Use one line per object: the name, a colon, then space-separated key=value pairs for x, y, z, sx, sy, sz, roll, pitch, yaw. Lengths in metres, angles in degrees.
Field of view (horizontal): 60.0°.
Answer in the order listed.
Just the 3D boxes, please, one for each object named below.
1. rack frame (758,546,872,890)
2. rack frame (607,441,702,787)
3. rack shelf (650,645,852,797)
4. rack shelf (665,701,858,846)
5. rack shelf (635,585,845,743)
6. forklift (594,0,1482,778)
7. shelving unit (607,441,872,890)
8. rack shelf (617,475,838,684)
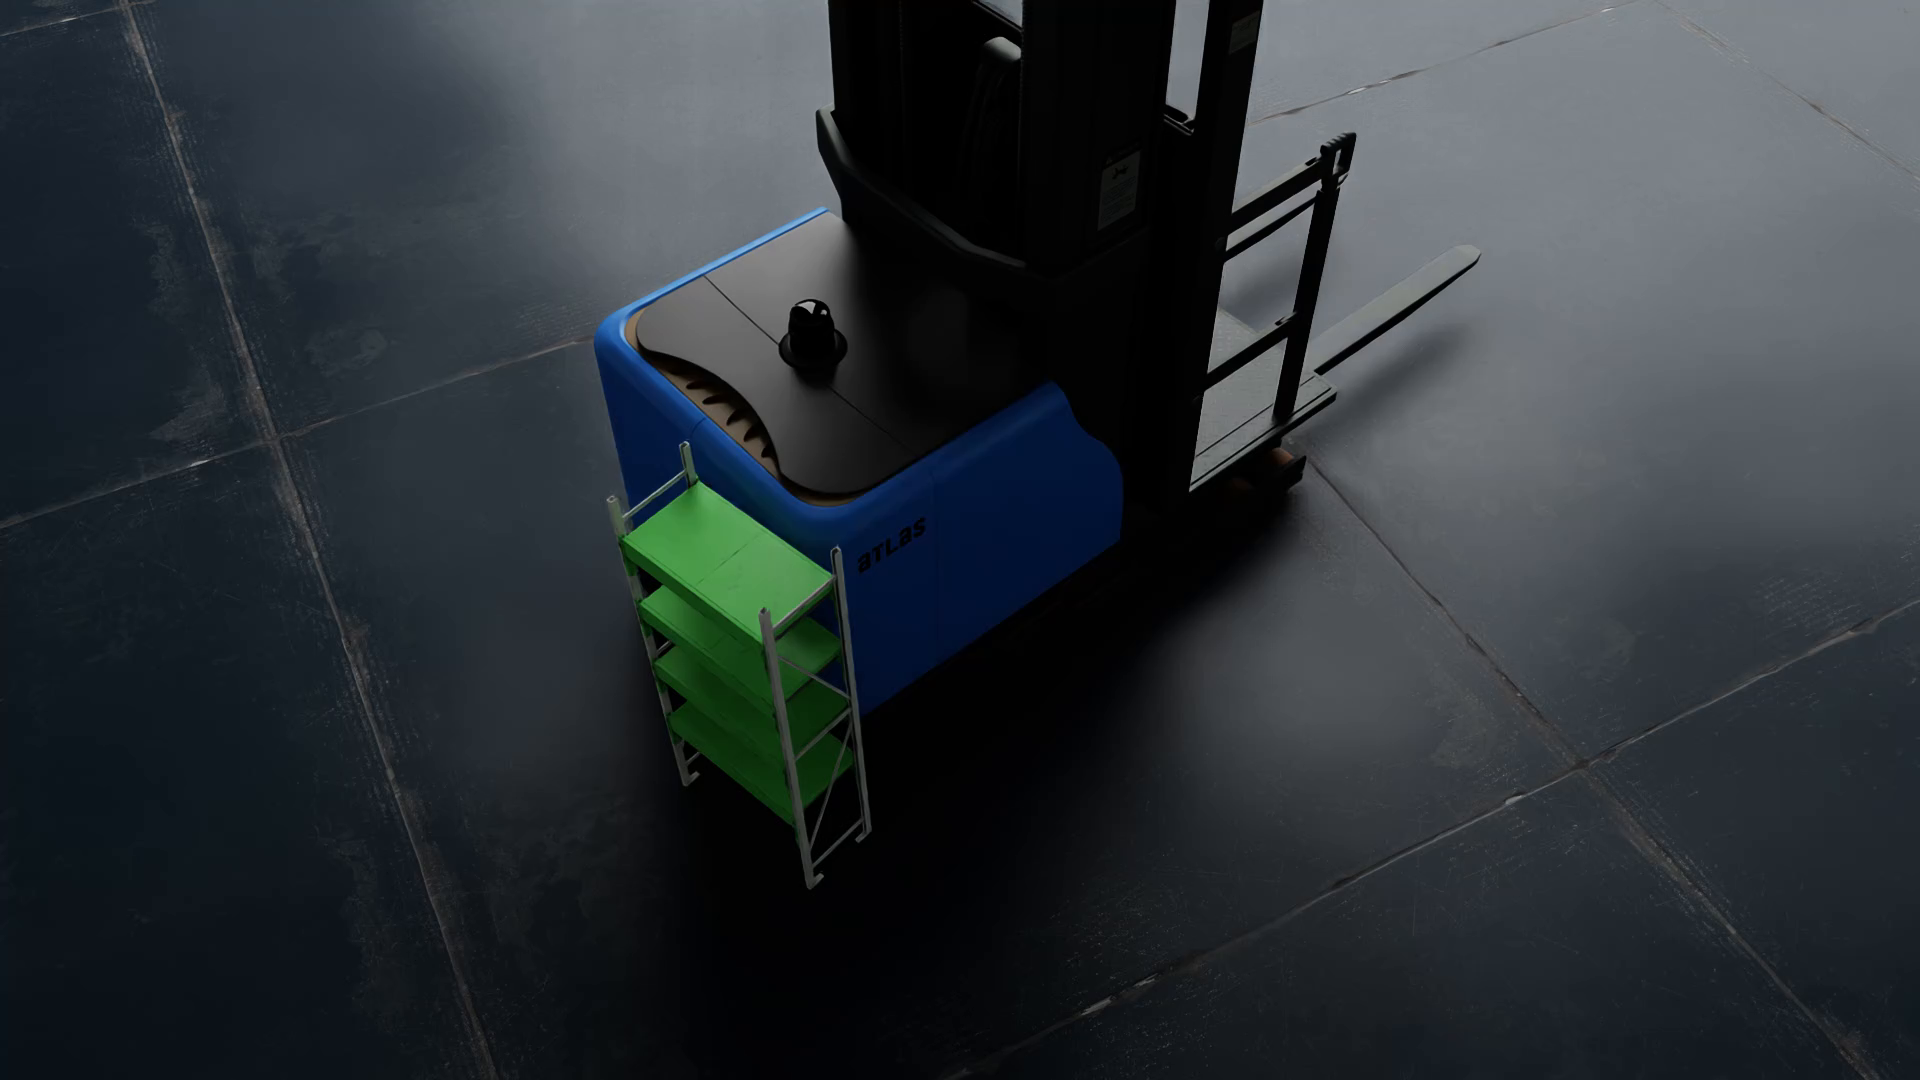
rack frame: x=-0.334 y=0.474 z=4.034 sx=0.015 sy=1.200 sz=0.240 roll=34 pitch=58 yaw=26
rack frame: x=-0.700 y=0.231 z=4.247 sx=0.015 sy=1.200 sz=0.240 roll=34 pitch=58 yaw=26
rack shelf: x=-0.516 y=0.393 z=4.189 sx=0.480 sy=0.148 sz=0.258 roll=34 pitch=58 yaw=26
rack shelf: x=-0.513 y=0.548 z=4.373 sx=0.480 sy=0.148 sz=0.258 roll=34 pitch=58 yaw=26
rack shelf: x=-0.520 y=0.239 z=4.006 sx=0.480 sy=0.148 sz=0.258 roll=34 pitch=58 yaw=26
forklift: x=0.472 y=-1.273 z=4.416 sx=3.031 sy=2.935 sz=1.130 roll=-33 pitch=57 yaw=-26
shelving unit: x=-0.517 y=0.352 z=4.141 sx=0.503 sy=1.200 sz=0.258 roll=34 pitch=58 yaw=26
rack shelf: x=-0.524 y=0.084 z=3.823 sx=0.480 sy=0.148 sz=0.258 roll=34 pitch=58 yaw=26
